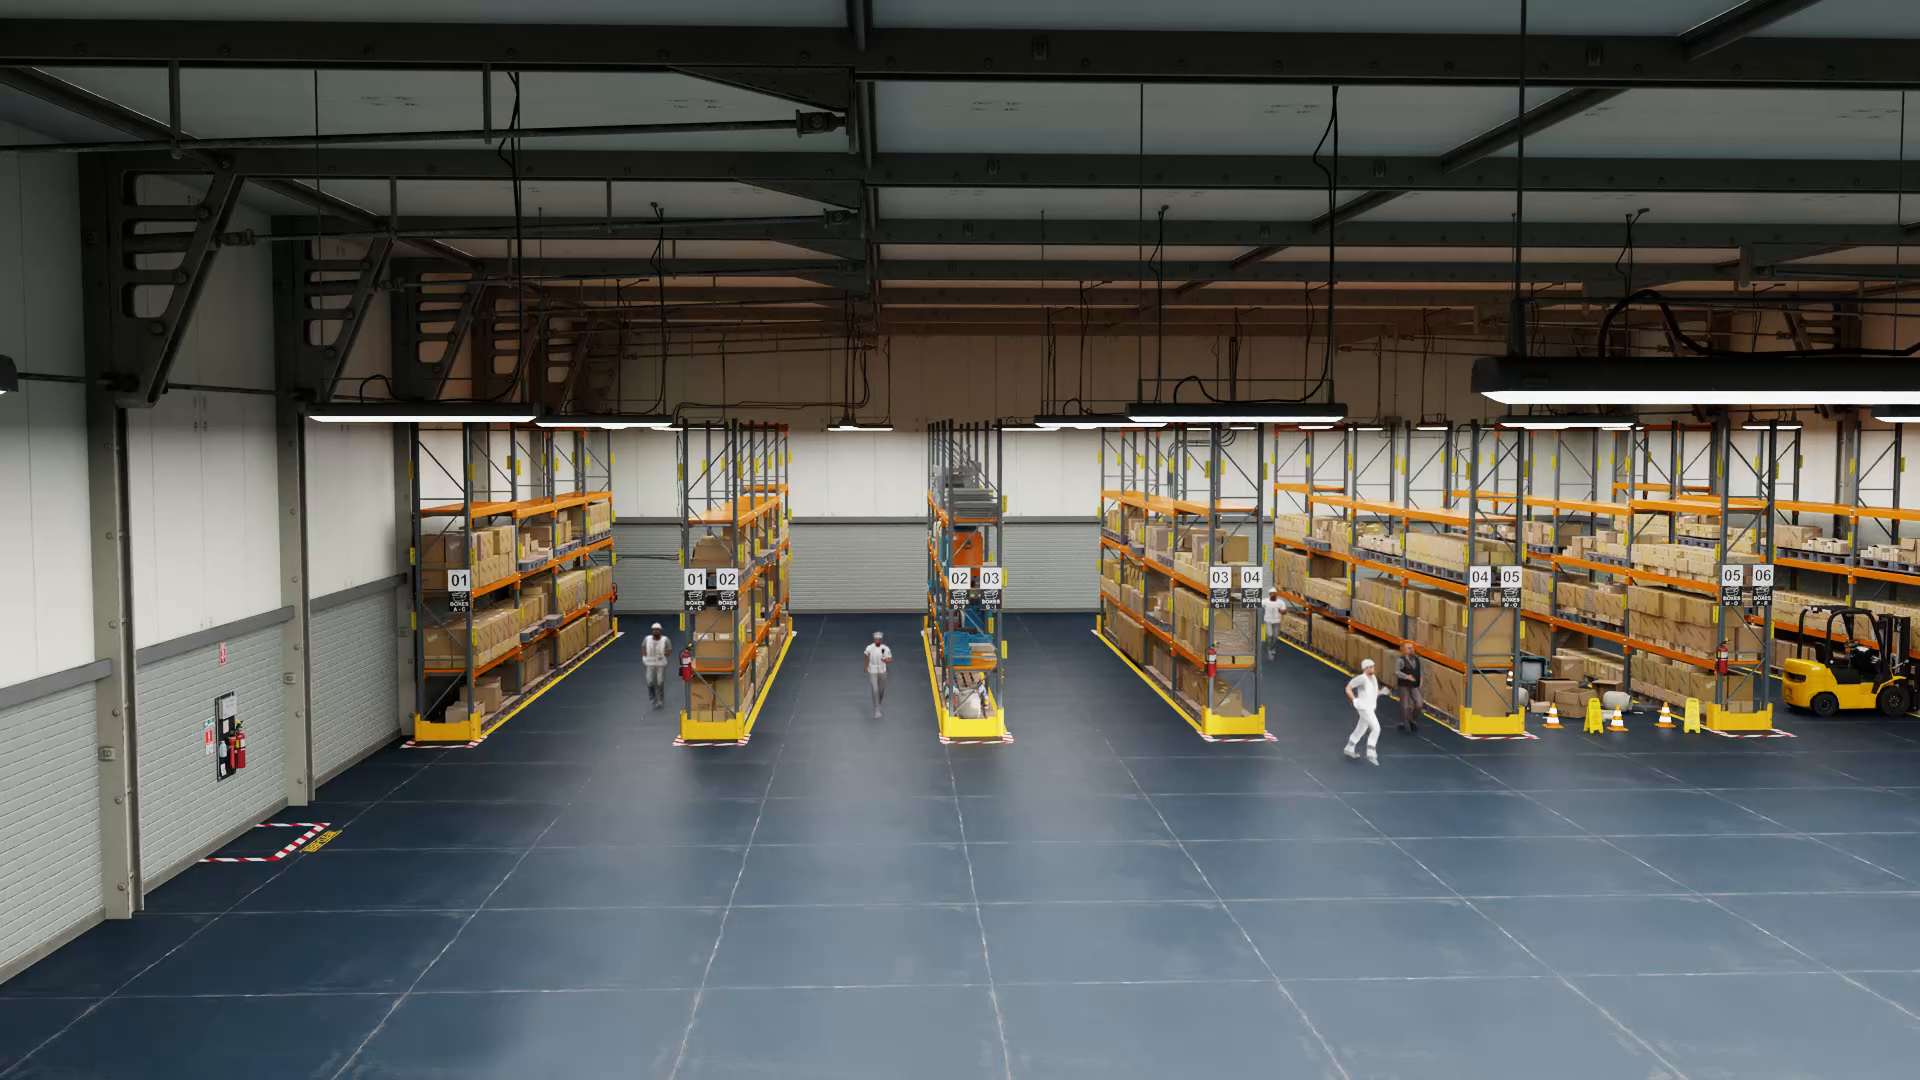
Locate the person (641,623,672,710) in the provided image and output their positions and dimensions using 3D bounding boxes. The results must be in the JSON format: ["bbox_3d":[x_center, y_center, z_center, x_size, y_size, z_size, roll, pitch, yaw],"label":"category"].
[{"bbox_3d":[-6.322,2.643,34.567,0.660,1.823,0.629,0,4,-4],"label":"person"}]

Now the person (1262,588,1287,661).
[{"bbox_3d":[7.965,2.115,42.363,0.685,1.809,0.868,0,4,-2],"label":"person"}]

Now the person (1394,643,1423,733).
[{"bbox_3d":[8.613,2.839,31.799,0.674,1.737,0.686,-1,4,-12],"label":"person"}]

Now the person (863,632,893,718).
[{"bbox_3d":[-1.660,2.693,33.709,0.567,1.697,0.933,-1,4,-9],"label":"person"}]

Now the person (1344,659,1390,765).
[{"bbox_3d":[7.080,2.988,28.969,0.782,1.852,0.616,3,4,35],"label":"person"}]
